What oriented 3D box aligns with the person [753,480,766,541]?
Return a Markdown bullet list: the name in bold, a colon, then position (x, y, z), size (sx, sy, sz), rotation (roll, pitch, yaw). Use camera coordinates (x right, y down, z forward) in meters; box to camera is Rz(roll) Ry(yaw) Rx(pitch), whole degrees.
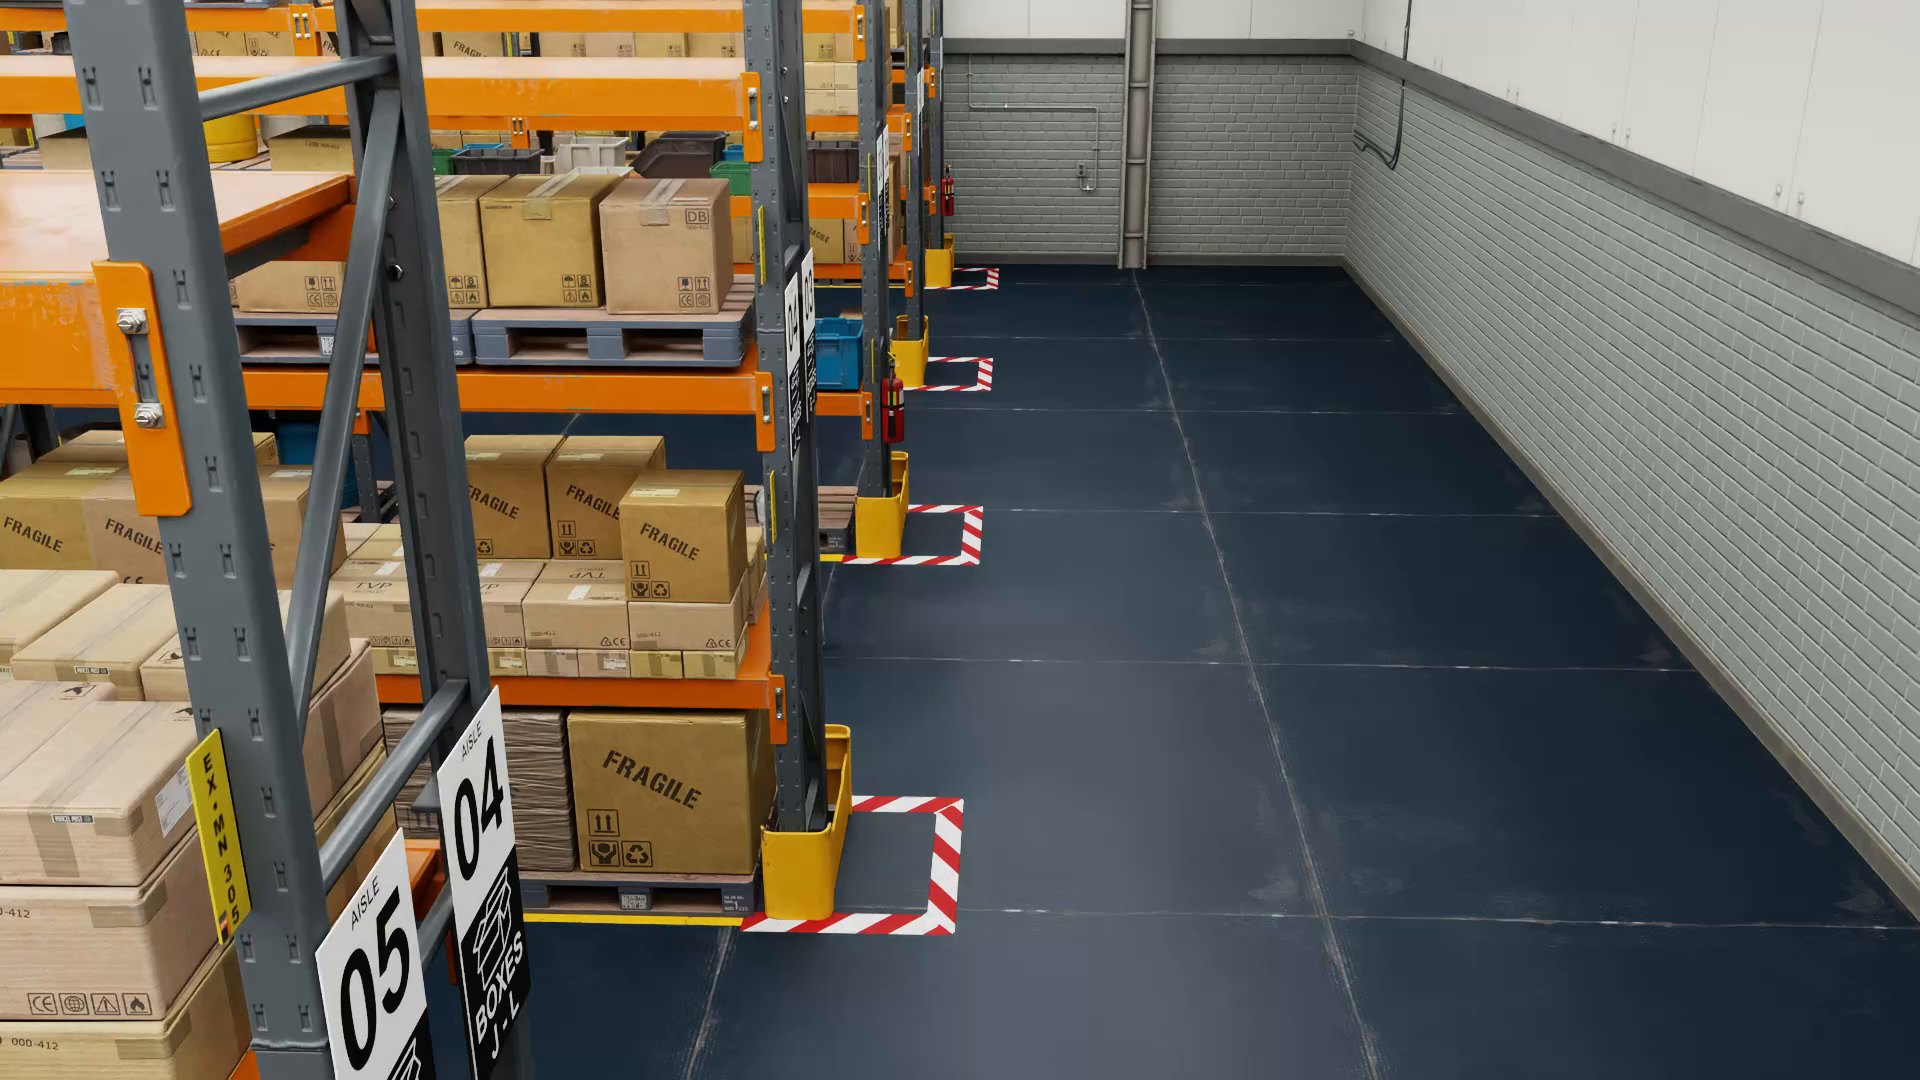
- **person**: position (-1.148, 0.013, 11.062), size (0.389, 1.665, 0.467), rotation (1, 21, 3)
